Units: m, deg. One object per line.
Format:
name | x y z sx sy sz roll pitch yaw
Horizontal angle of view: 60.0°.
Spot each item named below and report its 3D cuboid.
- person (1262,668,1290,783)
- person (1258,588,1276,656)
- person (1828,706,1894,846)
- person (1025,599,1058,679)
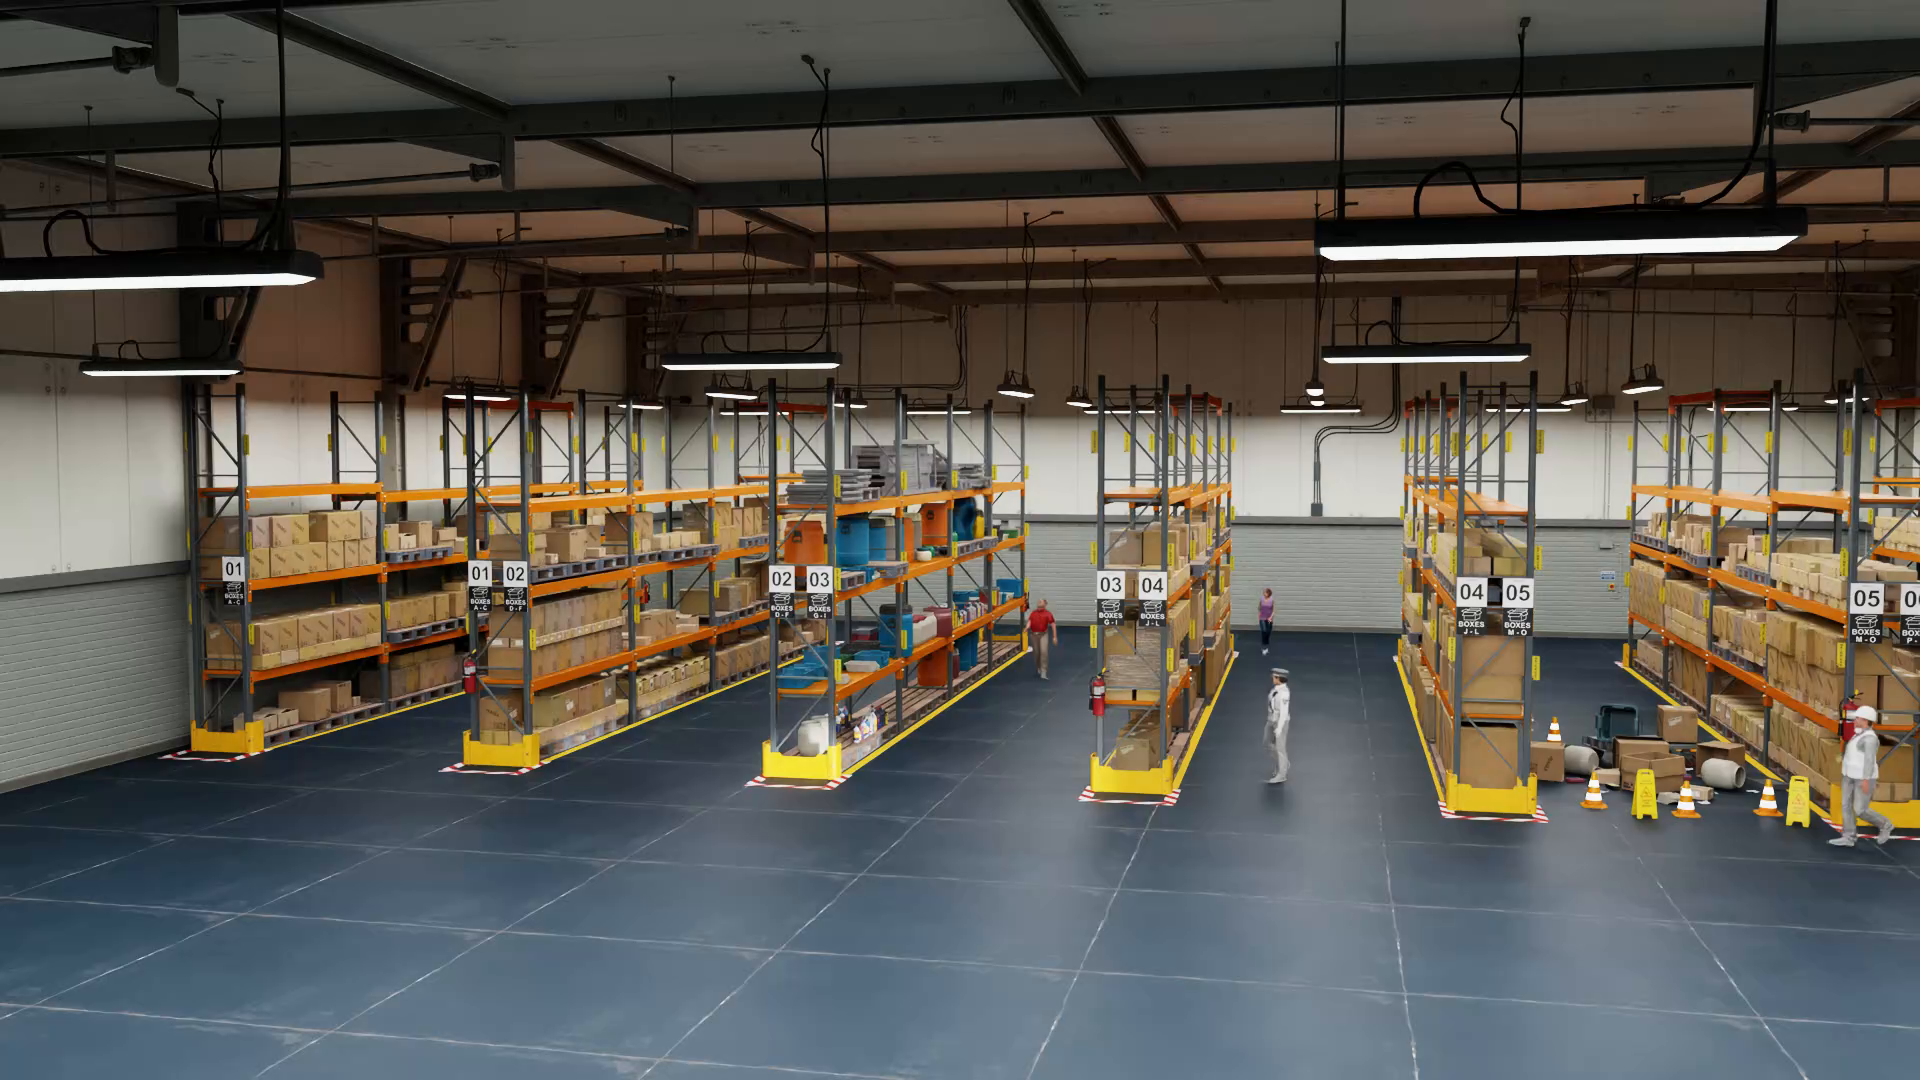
person | 4.749 2.743 24.785 0.439 1.676 0.571 -1 3 -13
person | 7.355 1.953 39.827 0.381 1.632 0.630 0 3 -2
person | 11.203 2.935 20.595 0.676 1.764 0.531 0 3 -8
person | 1.765 2.112 35.840 0.685 1.676 0.841 1 3 9
